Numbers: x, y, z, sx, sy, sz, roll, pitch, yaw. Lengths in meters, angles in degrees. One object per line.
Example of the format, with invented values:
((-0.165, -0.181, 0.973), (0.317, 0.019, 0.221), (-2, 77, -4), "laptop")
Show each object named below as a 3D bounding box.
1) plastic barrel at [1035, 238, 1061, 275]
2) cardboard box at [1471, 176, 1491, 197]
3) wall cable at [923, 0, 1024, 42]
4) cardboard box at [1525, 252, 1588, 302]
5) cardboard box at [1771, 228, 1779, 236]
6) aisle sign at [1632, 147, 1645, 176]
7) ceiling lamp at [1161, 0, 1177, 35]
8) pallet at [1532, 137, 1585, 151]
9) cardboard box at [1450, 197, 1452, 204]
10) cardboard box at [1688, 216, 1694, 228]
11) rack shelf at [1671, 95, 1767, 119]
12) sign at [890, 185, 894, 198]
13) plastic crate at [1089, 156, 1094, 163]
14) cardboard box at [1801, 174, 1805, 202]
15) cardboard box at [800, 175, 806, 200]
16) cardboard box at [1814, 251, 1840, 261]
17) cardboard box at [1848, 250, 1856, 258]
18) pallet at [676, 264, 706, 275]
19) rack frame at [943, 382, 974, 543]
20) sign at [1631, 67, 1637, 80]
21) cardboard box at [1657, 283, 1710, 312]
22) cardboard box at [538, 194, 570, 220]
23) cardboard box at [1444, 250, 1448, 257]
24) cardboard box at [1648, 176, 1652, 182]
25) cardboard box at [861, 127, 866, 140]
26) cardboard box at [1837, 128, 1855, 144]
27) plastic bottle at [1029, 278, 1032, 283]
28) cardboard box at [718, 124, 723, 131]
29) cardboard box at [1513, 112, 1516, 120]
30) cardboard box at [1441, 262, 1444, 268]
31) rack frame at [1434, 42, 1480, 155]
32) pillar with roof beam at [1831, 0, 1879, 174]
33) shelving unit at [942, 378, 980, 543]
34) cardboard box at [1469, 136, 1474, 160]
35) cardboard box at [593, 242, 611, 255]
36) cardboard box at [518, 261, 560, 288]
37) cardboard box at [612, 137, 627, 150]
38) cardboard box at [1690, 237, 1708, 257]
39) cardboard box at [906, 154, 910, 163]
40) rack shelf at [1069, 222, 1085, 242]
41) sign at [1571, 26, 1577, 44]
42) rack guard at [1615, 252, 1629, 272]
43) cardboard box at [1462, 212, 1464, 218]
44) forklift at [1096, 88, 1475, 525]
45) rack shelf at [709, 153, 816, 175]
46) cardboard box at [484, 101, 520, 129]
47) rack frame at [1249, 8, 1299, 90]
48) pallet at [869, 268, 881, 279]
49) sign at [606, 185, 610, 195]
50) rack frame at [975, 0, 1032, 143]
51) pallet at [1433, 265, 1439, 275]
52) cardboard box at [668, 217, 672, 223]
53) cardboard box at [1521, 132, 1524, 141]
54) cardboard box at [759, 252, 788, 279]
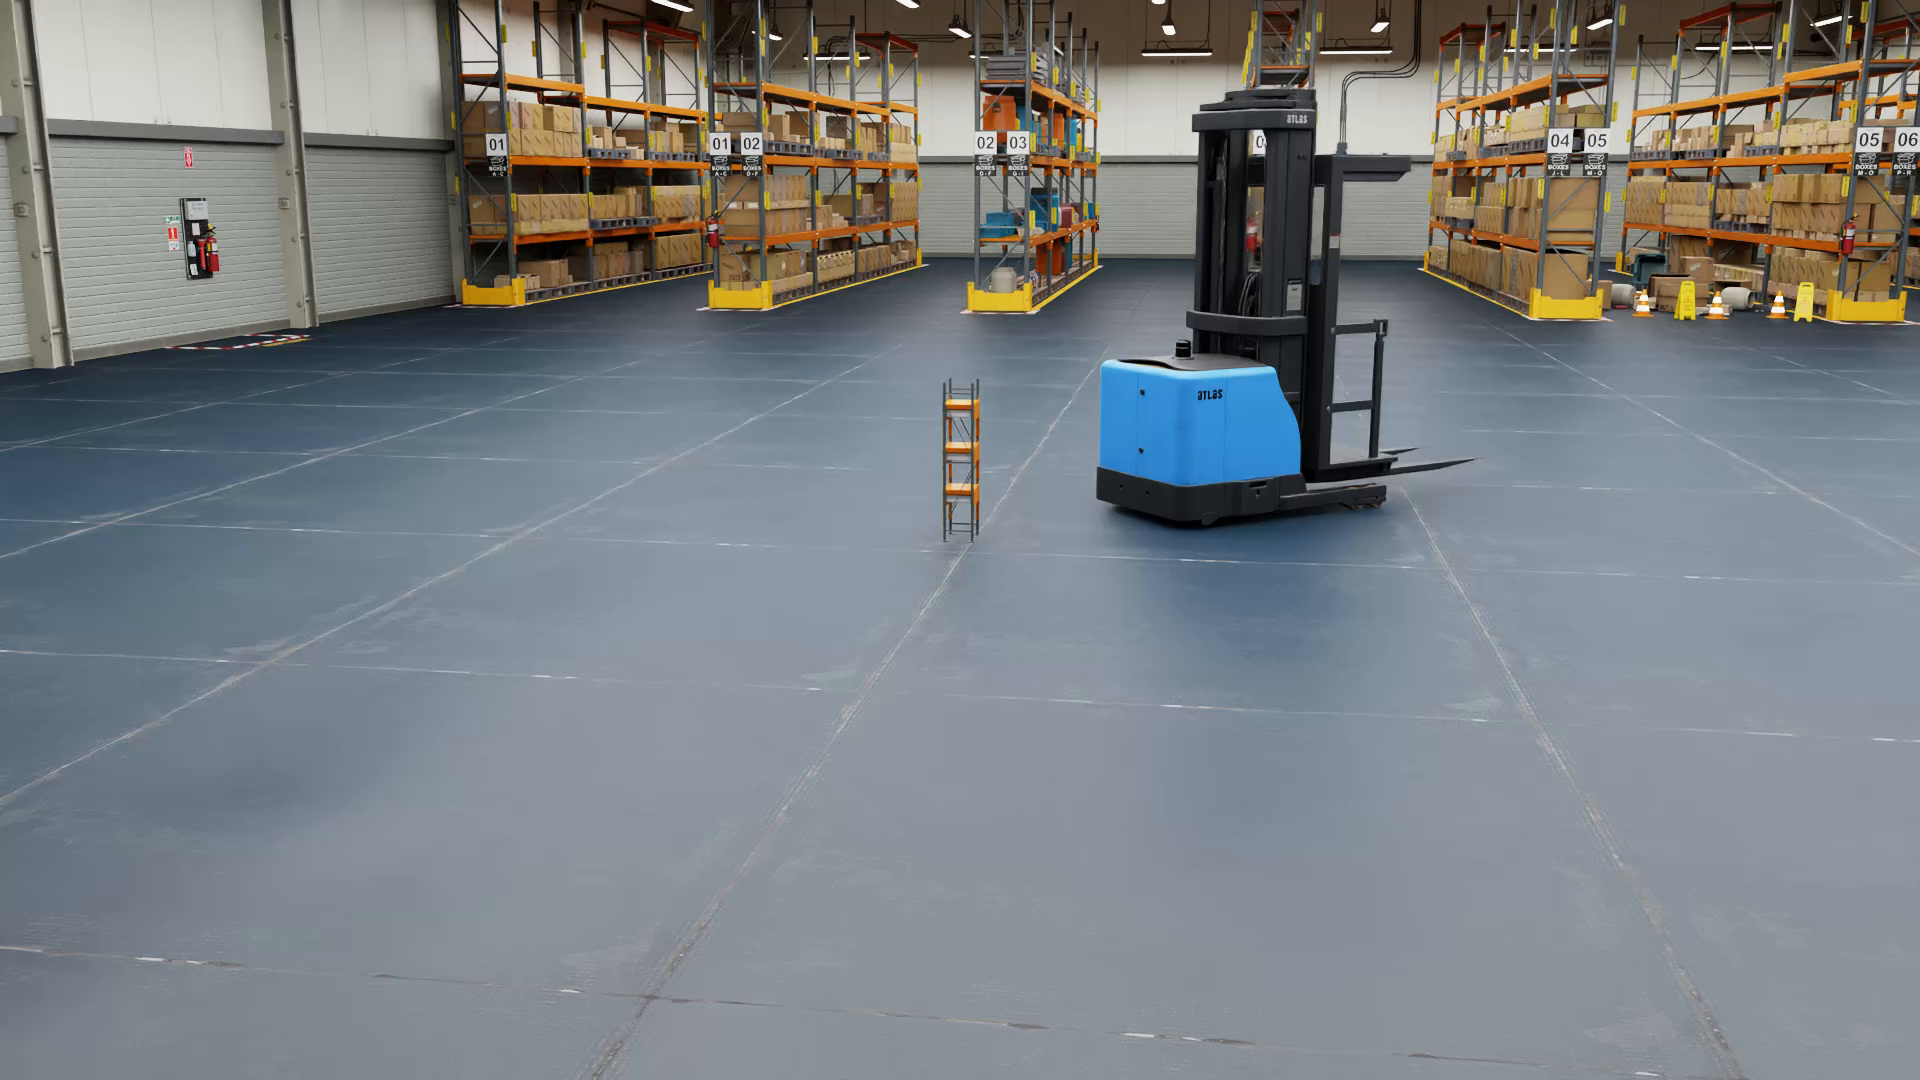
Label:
((2.055, -6.603, 38.668), (0.600, 0.830, 0.708), (2, 12, 9), "plastic barrel")
((12.702, -8.616, 40.536), (0.500, 0.500, 0.500), (2, 12, 10), "cardboard box")
((0.392, -16.428, 50.446), (3.097, 2.526, 0.112), (2, 12, 9), "wall cable")
((10.585, -4.659, 29.537), (0.875, 0.875, 0.875), (2, 12, 9), "cardboard box")
((15.702, -5.864, 31.680), (0.380, 0.149, 0.250), (2, 12, 8), "cardboard box")
((17.638, -9.835, 43.340), (0.394, 0.787, 0.004), (2, 12, 9), "aisle sign")
((5.249, -13.711, 39.398), (0.800, 3.185, 2.000), (2, 12, 9), "ceiling lamp")
((10.650, -6.927, 29.104), (1.003, 0.211, 1.213), (2, 12, 9), "pallet")
((11.757, -7.990, 39.134), (0.380, 0.149, 0.250), (2, 12, 8), "cardboard box")
((16.660, -7.126, 37.297), (0.500, 0.250, 0.500), (2, 12, 8), "cardboard box")
((16.990, -9.677, 37.191), (1.077, 0.370, 4.000), (2, 12, 9), "rack shelf")
((-1.733, -8.899, 42.418), (0.100, 0.325, 0.005), (2, 12, 9), "sign")
((3.358, -10.170, 44.446), (0.450, 0.188, 0.336), (2, 12, 9), "plastic crate")
((15.591, -6.320, 29.882), (0.700, 0.500, 0.500), (2, 12, 8), "cardboard box")
((-3.574, -7.275, 34.316), (0.700, 0.500, 0.500), (2, 12, 9), "cardboard box")
((15.308, -5.008, 29.322), (0.380, 0.149, 0.250), (2, 12, 10), "cardboard box")
((22.281, -6.956, 41.085), (0.500, 0.500, 0.500), (2, 12, 10), "cardboard box")
((-7.221, -6.984, 42.899), (1.003, 0.211, 1.213), (2, 12, 9), "pallet")
((-0.011, -0.499, 10.817), (0.200, 1.050, 0.008), (2, 12, 9), "rack frame")
((17.366, -12.026, 42.843), (0.100, 0.325, 0.005), (2, 12, 9), "sign")
((13.221, -4.437, 30.386), (0.797, 0.503, 0.637), (-7, 14, -30), "cardboard box")
((-8.334, -6.831, 34.098), (0.500, 0.500, 0.500), (2, 12, 7), "cardboard box")
((12.189, -7.086, 41.113), (0.380, 0.149, 0.250), (2, 12, 9), "cardboard box")
((17.313, -8.952, 41.263), (0.380, 0.149, 0.250), (2, 12, 9), "cardboard box")
((-2.635, -9.739, 40.475), (0.600, 0.600, 0.600), (1, 12, 6), "cardboard box")
((15.265, -6.863, 28.249), (0.500, 0.250, 0.500), (2, 12, 8), "cardboard box")
((1.353, -4.940, 32.226), (0.097, 0.271, 0.097), (0, 12, 0), "plastic bottle")
((-6.647, -10.873, 44.549), (0.500, 0.500, 0.500), (2, 12, 9), "cardboard box")
((10.731, -8.051, 31.581), (0.380, 0.149, 0.250), (2, 12, 8), "cardboard box")
((12.214, -6.860, 41.473), (0.380, 0.149, 0.250), (1, 12, 7), "cardboard box")
((13.007, -11.612, 43.516), (1.000, 3.000, 0.127), (2, 12, 9), "rack frame")
((19.870, -11.984, 45.242), (9.100, 9.000, 0.548), (2, 12, 9), "pillar with roof beam")
((0.008, -0.524, 10.934), (0.215, 1.050, 0.252), (2, 12, 9), "shelving unit")
((11.677, -8.761, 37.168), (0.500, 0.500, 0.500), (2, 12, 9), "cardboard box")
((-8.170, -6.558, 37.414), (0.500, 0.250, 0.500), (2, 12, 7), "cardboard box")
((-8.578, -5.416, 33.894), (0.700, 0.500, 0.500), (1, 12, 5), "cardboard box")
((-8.083, -8.937, 37.930), (0.797, 0.503, 0.637), (4, 13, 17), "cardboard box")
((17.012, -6.368, 37.469), (0.875, 0.875, 0.875), (2, 12, 9), "cardboard box")
((-1.637, -10.252, 44.682), (0.500, 0.250, 0.500), (2, 12, 9), "cardboard box")
((2.304, -7.421, 40.016), (1.077, 0.370, 4.000), (2, 12, 9), "rack shelf")
((11.706, -9.625, 31.702), (0.100, 0.325, 0.005), (2, 12, 9), "sign")
((17.917, -7.323, 43.788), (1.175, 0.500, 0.348), (2, 12, 9), "rack guard")
((11.438, -7.266, 37.188), (0.380, 0.149, 0.250), (2, 12, 8), "cardboard box")
((2.516, -1.739, 12.105), (3.031, 2.935, 1.130), (-7, 14, -30), "forklift")
((-3.820, -7.383, 32.721), (1.077, 0.370, 4.000), (2, 12, 9), "rack shelf")
((-8.724, -8.098, 31.672), (0.500, 0.500, 0.500), (1, 12, 5), "cardboard box")
((6.891, -10.129, 36.632), (1.000, 3.000, 0.127), (2, 12, 9), "rack frame")
((-2.555, -6.562, 40.941), (1.003, 0.211, 1.213), (2, 12, 9), "pallet")
((-8.341, -8.261, 39.456), (0.100, 0.325, 0.005), (2, 12, 9), "sign")
((0.766, -8.624, 29.649), (1.000, 3.000, 0.127), (2, 12, 9), "rack frame")
((12.645, -6.879, 42.414), (1.003, 0.211, 1.213), (2, 12, 9), "pallet")
((-7.343, -7.894, 41.052), (0.380, 0.149, 0.250), (2, 12, 10), "cardboard box")
((10.575, -7.449, 30.681), (0.380, 0.149, 0.250), (2, 12, 9), "cardboard box")
((-3.686, -5.393, 32.648), (0.500, 0.500, 0.500), (2, 12, 9), "cardboard box")
